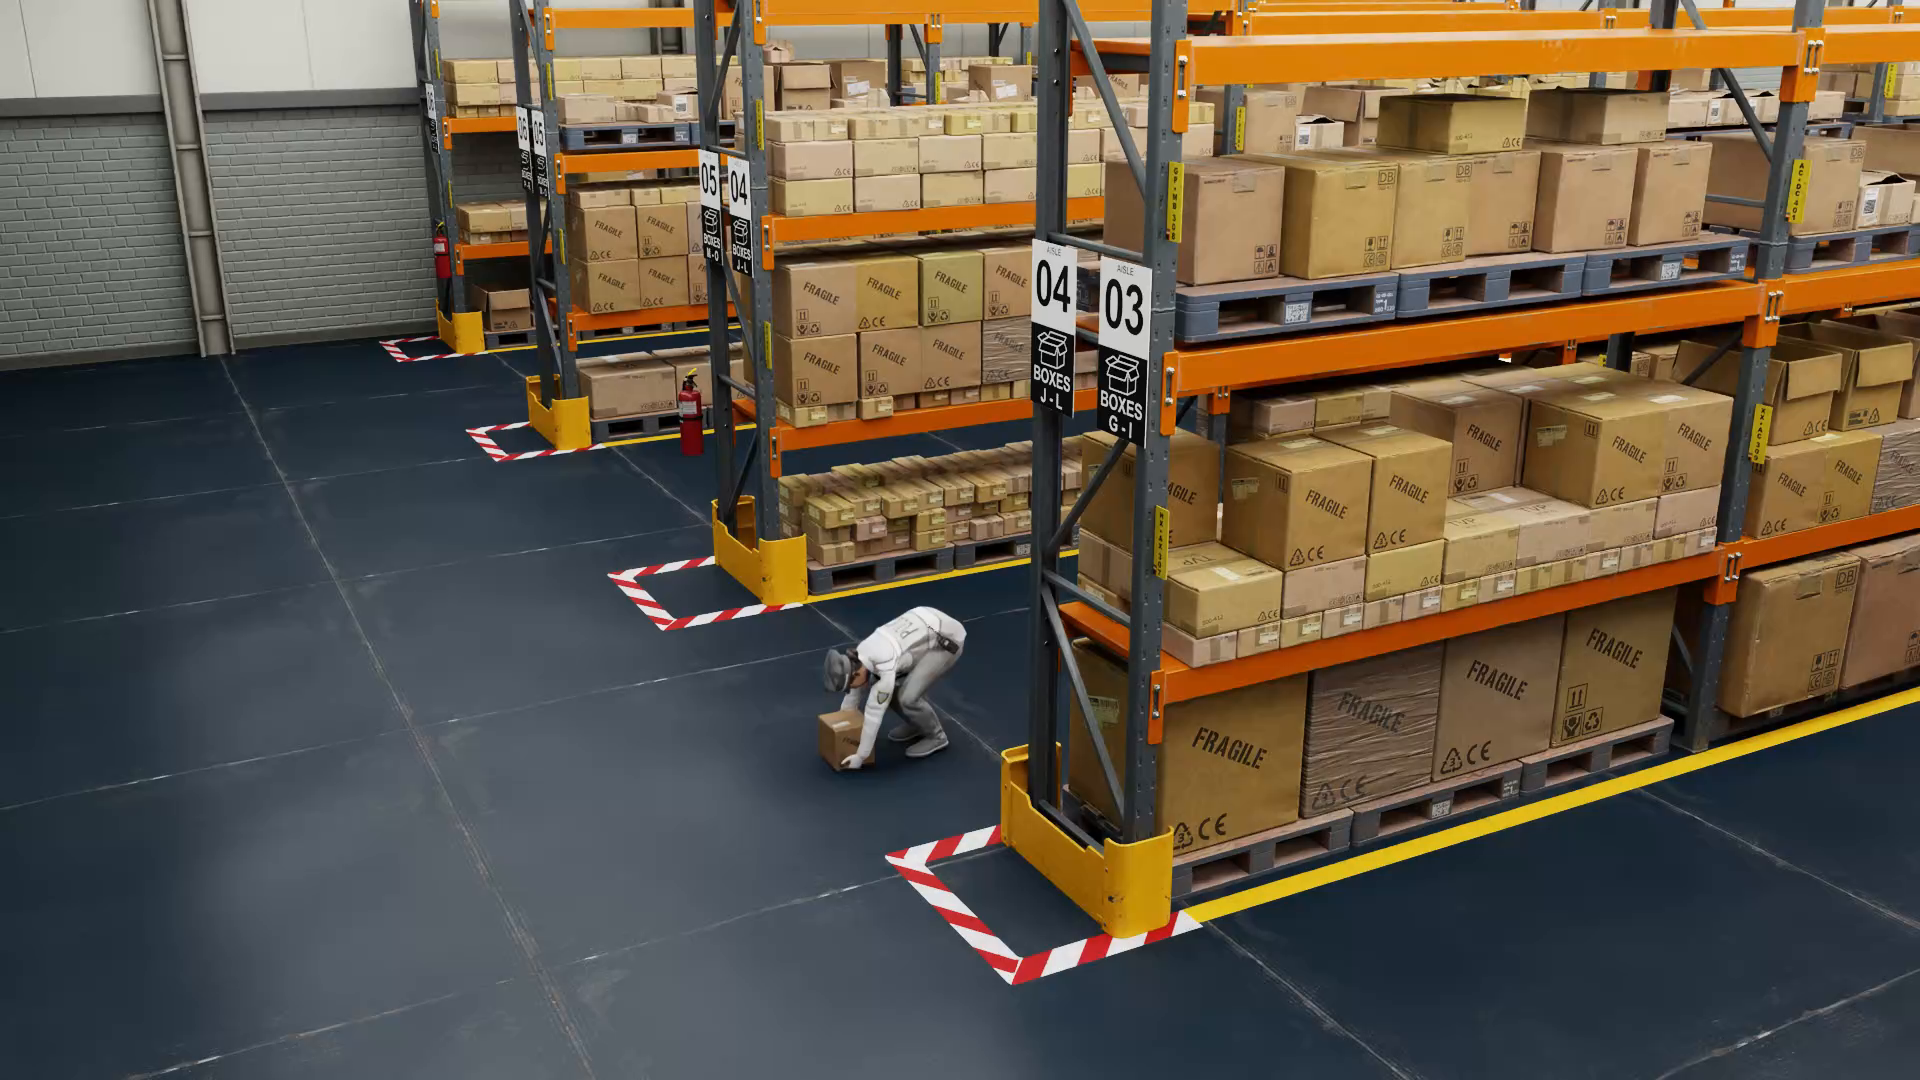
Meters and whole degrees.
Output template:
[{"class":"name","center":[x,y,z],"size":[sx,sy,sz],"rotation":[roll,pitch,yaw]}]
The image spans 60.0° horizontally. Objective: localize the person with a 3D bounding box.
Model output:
[{"class":"person","center":[-0.386,0.865,9.807],"size":[0.889,0.842,0.469],"rotation":[-11,21,-29]}]
